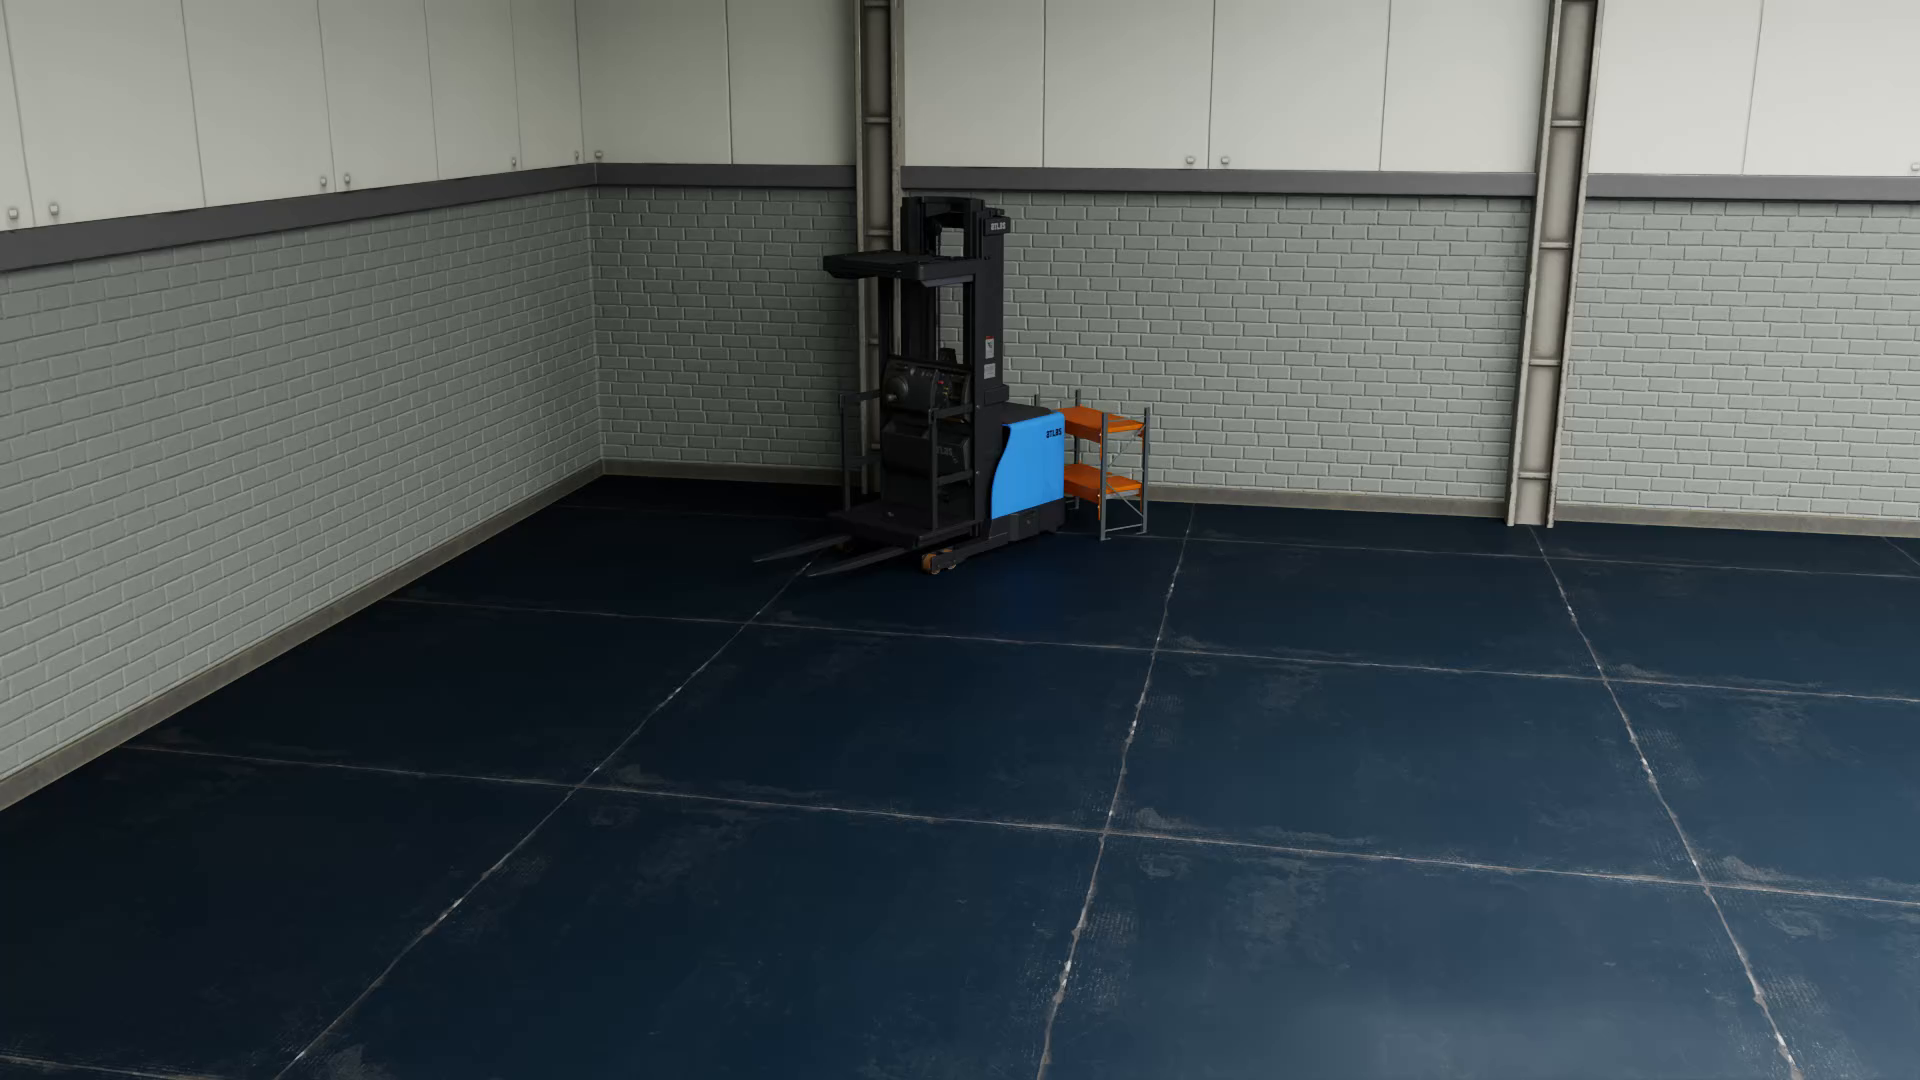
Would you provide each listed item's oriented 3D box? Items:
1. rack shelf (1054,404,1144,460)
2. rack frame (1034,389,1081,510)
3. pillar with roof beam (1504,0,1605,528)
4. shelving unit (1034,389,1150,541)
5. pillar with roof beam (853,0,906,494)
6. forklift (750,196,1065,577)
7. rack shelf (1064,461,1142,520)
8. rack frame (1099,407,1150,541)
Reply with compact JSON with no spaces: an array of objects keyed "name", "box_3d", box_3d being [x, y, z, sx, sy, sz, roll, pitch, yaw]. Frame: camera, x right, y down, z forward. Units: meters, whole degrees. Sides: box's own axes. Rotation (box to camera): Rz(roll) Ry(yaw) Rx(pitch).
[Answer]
[{"name":"rack shelf","box_3d":[1.162,-0.973,14.799,0.538,0.278,1.000,-9,18,-31]},{"name":"rack frame","box_3d":[0.892,-0.805,15.293,0.500,1.125,0.032,-9,18,-31]},{"name":"pillar with roof beam","box_3d":[4.289,-3.370,9.802,0.400,9.000,9.100,3,16,11]},{"name":"shelving unit","box_3d":[1.162,-0.690,14.878,0.538,1.125,1.048,-9,18,-31]},{"name":"pillar with roof beam","box_3d":[-1.591,-3.689,10.954,0.400,9.000,9.100,3,16,11]},{"name":"forklift","box_3d":[-0.413,-1.286,13.642,1.130,2.935,3.031,13,20,39]},{"name":"rack shelf","box_3d":[1.162,-0.455,14.943,0.538,0.278,1.000,-9,18,-31]},{"name":"rack frame","box_3d":[1.432,-0.575,14.462,0.500,1.125,0.032,-9,18,-31]}]
